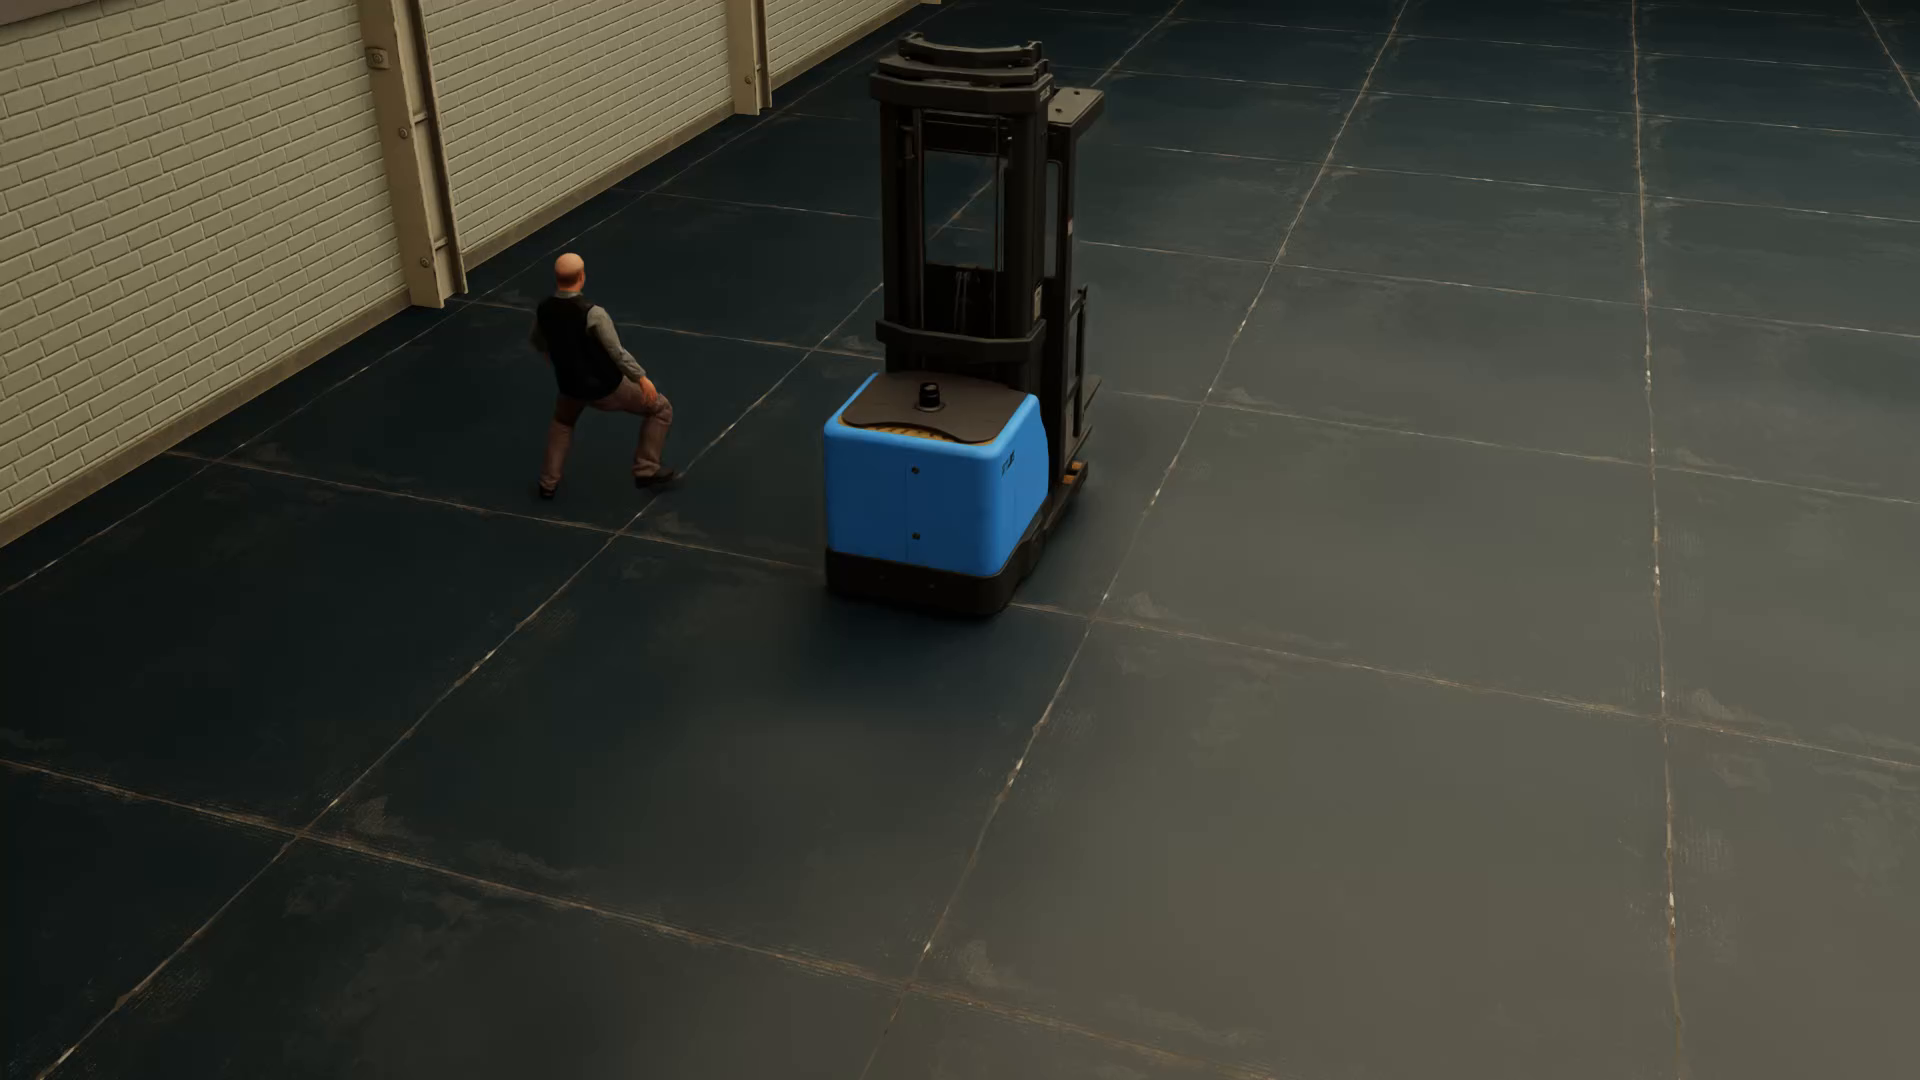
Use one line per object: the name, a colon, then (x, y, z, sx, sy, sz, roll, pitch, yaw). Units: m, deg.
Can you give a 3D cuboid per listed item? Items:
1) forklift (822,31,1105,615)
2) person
forklift: (0.187, -1.576, 9.901, 1.130, 2.935, 3.031, 9, 31, 16)
person: (-2.291, -1.027, 10.319, 0.936, 1.597, 0.639, 14, 33, 23)
